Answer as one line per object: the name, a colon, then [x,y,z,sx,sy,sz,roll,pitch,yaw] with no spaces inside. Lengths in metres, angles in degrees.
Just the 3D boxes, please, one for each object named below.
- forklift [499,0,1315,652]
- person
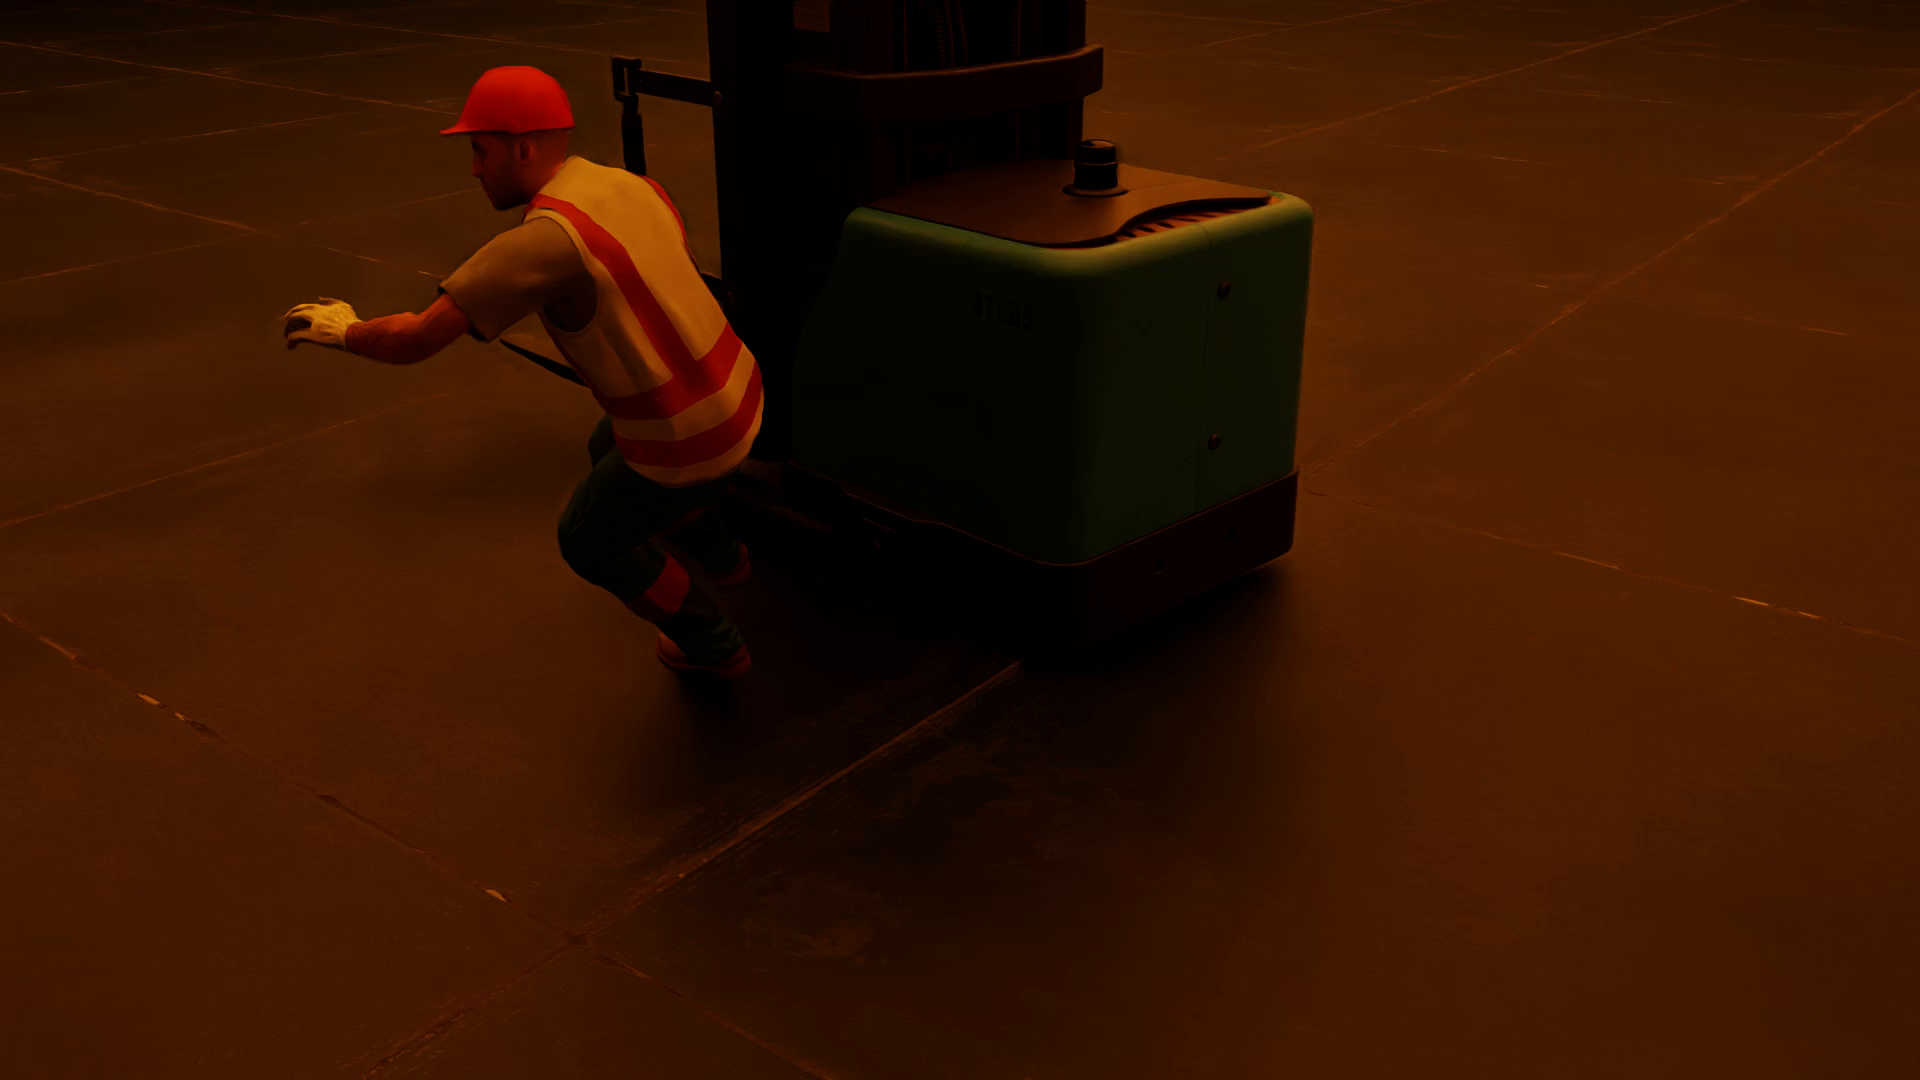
forklift: [-0.426,-1.556,4.918,1.130,2.935,3.031,-21,31,-40]
person: [-0.874,-0.341,3.839,0.934,1.501,1.187,4,24,9]
